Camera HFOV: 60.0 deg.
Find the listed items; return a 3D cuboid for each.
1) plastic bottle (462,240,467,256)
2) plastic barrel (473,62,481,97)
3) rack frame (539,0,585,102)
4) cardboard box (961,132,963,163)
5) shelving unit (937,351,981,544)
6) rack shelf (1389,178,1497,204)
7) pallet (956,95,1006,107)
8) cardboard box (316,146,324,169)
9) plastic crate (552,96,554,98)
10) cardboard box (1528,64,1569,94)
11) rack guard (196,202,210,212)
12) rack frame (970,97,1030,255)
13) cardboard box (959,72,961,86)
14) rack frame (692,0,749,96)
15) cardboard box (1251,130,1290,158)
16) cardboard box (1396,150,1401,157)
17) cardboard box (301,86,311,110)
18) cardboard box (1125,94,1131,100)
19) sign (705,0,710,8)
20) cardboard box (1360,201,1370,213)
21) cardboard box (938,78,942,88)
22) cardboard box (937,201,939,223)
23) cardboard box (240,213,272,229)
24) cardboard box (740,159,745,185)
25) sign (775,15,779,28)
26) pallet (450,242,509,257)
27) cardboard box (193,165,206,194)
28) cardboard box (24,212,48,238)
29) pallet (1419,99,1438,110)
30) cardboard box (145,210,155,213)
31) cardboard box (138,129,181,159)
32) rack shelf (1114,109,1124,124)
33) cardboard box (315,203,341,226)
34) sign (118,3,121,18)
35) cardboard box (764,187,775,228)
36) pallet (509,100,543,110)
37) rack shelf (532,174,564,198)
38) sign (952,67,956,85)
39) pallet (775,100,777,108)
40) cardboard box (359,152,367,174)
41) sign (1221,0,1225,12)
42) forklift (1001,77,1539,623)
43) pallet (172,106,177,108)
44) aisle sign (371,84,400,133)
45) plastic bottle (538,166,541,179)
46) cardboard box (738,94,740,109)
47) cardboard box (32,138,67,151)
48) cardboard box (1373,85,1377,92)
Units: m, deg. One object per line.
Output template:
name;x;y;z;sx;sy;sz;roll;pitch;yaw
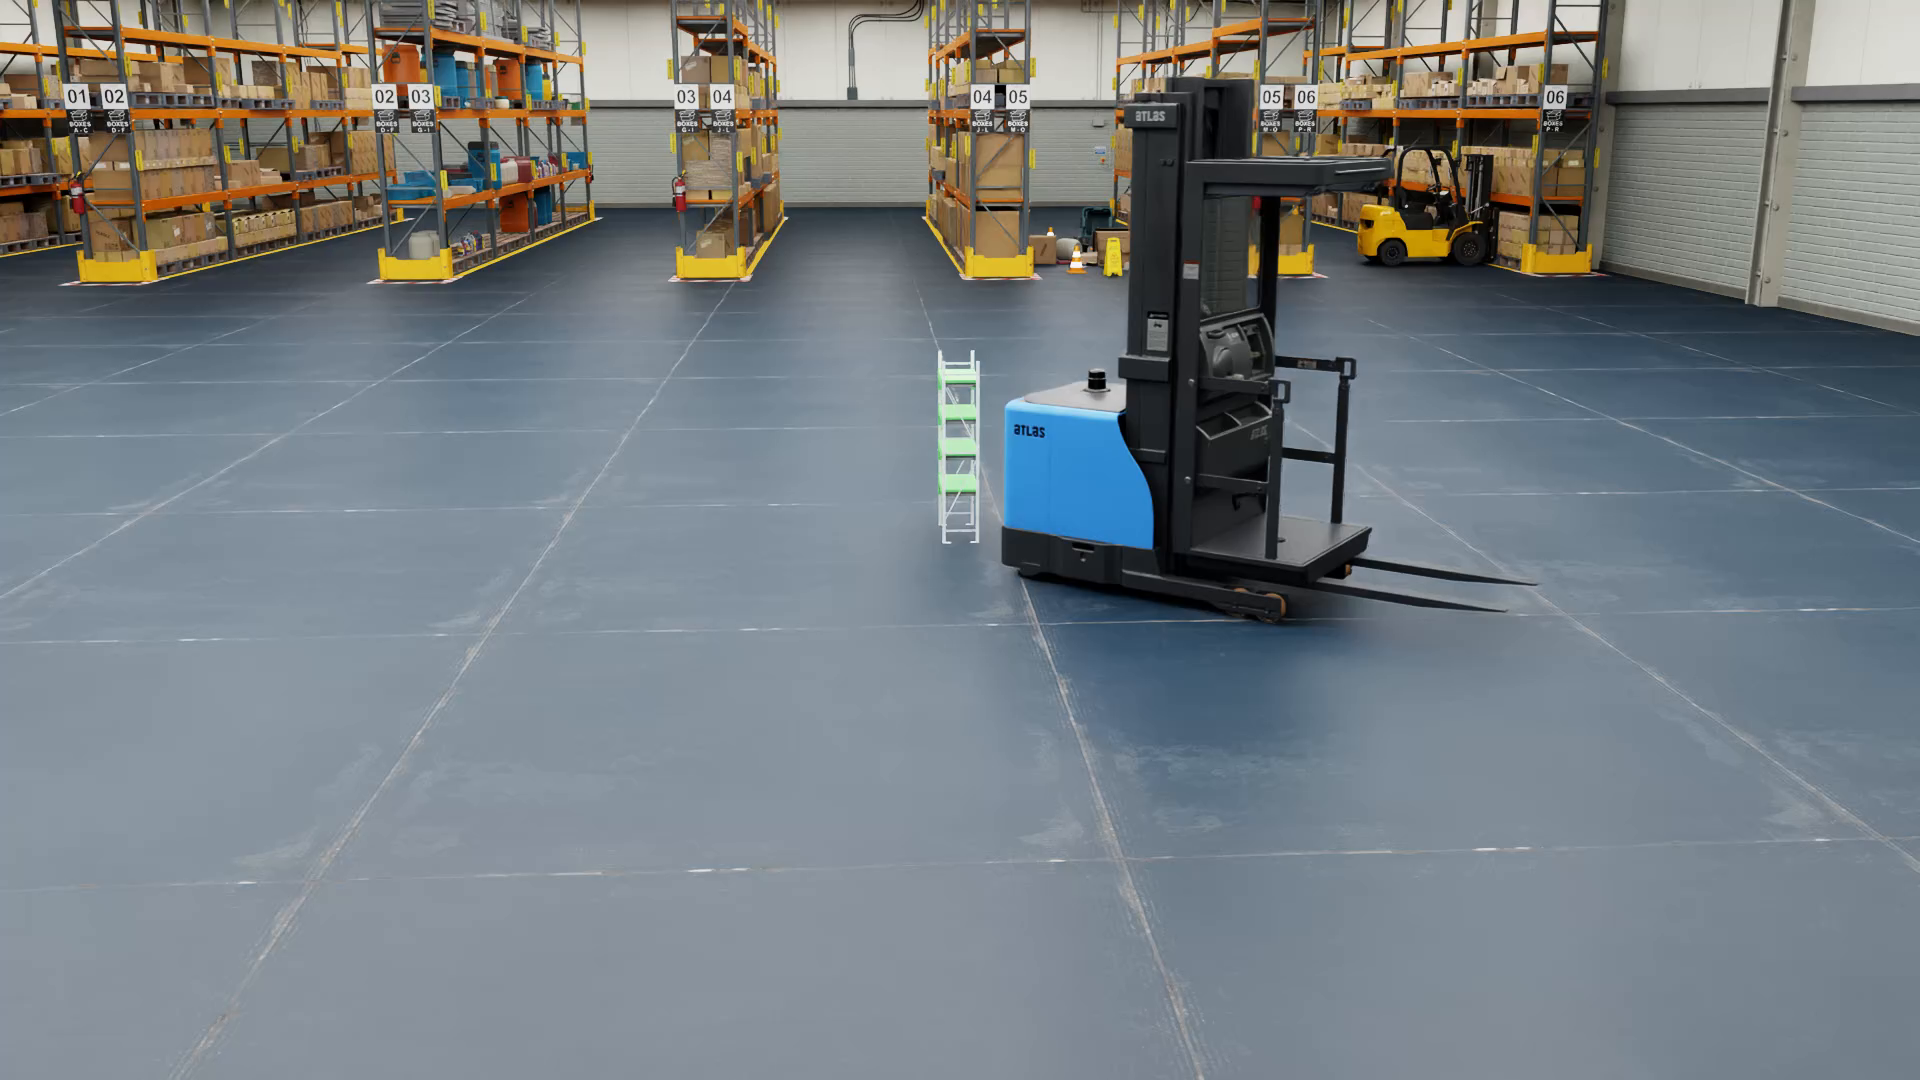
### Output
plastic bottle;-9.021;-5.316;30.236;0.061;0.283;0.133;-1;14;-3
plastic barrel;-9.801;-9.045;33.134;0.600;0.901;0.708;-1;14;-3
rack frame;-10.215;-12.791;42.679;1.000;3.000;0.127;-1;14;-3
cardboard box;0.464;-7.261;30.758;0.875;0.550;0.550;-1;14;-3
shelving unit;-0.010;-0.622;11.037;0.258;1.200;0.503;-1;14;-3
rack shelf;10.193;-7.357;35.043;1.077;0.370;4.000;-1;14;-3
pallet;0.469;-8.235;31.170;1.003;0.211;1.213;-1;14;-3
cardboard box;-14.740;-8.628;37.498;0.700;0.500;0.500;-5;15;-18
plastic crate;-10.395;-10.924;41.567;0.504;0.338;0.767;-1;14;-3
cardboard box;10.294;-8.072;29.116;0.500;0.500;0.500;0;14;-2
rack guard;-20.104;-8.528;43.167;1.175;0.500;0.348;-1;14;-3
rack frame;0.676;-6.034;28.458;1.000;3.000;0.127;-1;14;-3
cardboard box;0.244;-8.428;30.403;0.500;0.250;0.500;-1;14;-4
rack frame;-4.528;-9.883;31.377;1.000;3.000;0.127;-1;14;-3
cardboard box;5.361;-6.936;29.159;0.700;0.500;0.500;-1;14;-5
cardboard box;9.795;-8.481;36.468;0.380;0.149;0.250;0;14;-2
cardboard box;-14.788;-9.685;36.429;0.910;0.500;0.500;-1;14;-3
cardboard box;4.457;-11.423;42.845;0.380;0.149;0.250;0;14;-1
sign;-5.330;-11.397;35.070;0.100;0.325;0.005;-1;14;-3
cardboard box;9.722;-7.681;39.033;0.500;0.500;0.500;-1;14;-5
cardboard box;-0.102;-10.338;38.117;0.797;0.503;0.637;-1;14;-4
cardboard box;-0.286;-7.823;39.586;0.500;0.500;0.500;0;14;-1
cardboard box;-14.289;-6.458;33.654;0.500;0.311;0.500;0;14;-2
cardboard box;-4.435;-6.809;30.674;0.875;0.500;0.500;-1;14;-3
sign;-4.729;-13.363;42.869;0.100;0.325;0.005;-1;14;-3
pallet;-9.559;-5.745;32.931;1.003;0.211;1.213;-1;14;-3
cardboard box;-14.343;-6.632;30.583;0.700;0.500;0.500;-1;14;-4
cardboard box;-19.511;-6.567;34.663;0.700;0.500;0.500;-1;14;-3
pallet;10.273;-9.118;34.805;1.003;0.211;1.213;0;14;-1
cardboard box;-19.799;-7.918;39.954;0.700;0.500;0.500;-1;14;-3
cardboard box;-14.288;-7.017;29.476;0.700;0.500;0.500;-1;14;-3
rack shelf;4.743;-10.722;42.101;1.077;0.370;4.000;-1;14;-3
cardboard box;-14.542;-7.451;38.100;0.500;0.500;0.500;-1;14;-3
sign;-19.314;-12.145;38.136;0.100;0.325;0.005;-1;14;-3
cardboard box;-4.845;-7.540;37.734;1.225;0.875;0.875;-1;14;-3
pallet;-9.669;-9.449;36.089;1.003;0.211;1.213;-1;14;-3
rack shelf;-9.843;-8.045;37.716;1.077;0.370;4.000;-1;14;-3
sign;-0.112;-8.873;31.805;0.100;0.325;0.005;-1;14;-3
pallet;-5.215;-11.187;42.644;1.003;0.211;1.213;-1;14;-3
cardboard box;-14.706;-9.122;40.258;0.500;0.500;0.500;-1;14;-2
sign;5.656;-11.532;35.754;0.100;0.325;0.005;-1;14;-3
forklift;1.766;-1.108;9.449;3.031;2.935;1.130;9;17;32
pallet;-20.047;-10.958;41.753;1.003;0.211;1.213;-1;14;-3
aisle sign;-9.516;-7.143;27.550;0.394;0.787;0.004;-1;14;-3
plastic bottle;-9.475;-8.262;37.377;0.097;0.271;0.097;0;14;0
cardboard box;-4.090;-7.615;28.882;0.500;0.250;0.500;-1;14;-5
cardboard box;-19.380;-8.432;35.436;0.500;0.250;0.500;-1;14;-2
cardboard box;9.672;-10.323;38.014;0.380;0.149;0.250;-1;14;-3
